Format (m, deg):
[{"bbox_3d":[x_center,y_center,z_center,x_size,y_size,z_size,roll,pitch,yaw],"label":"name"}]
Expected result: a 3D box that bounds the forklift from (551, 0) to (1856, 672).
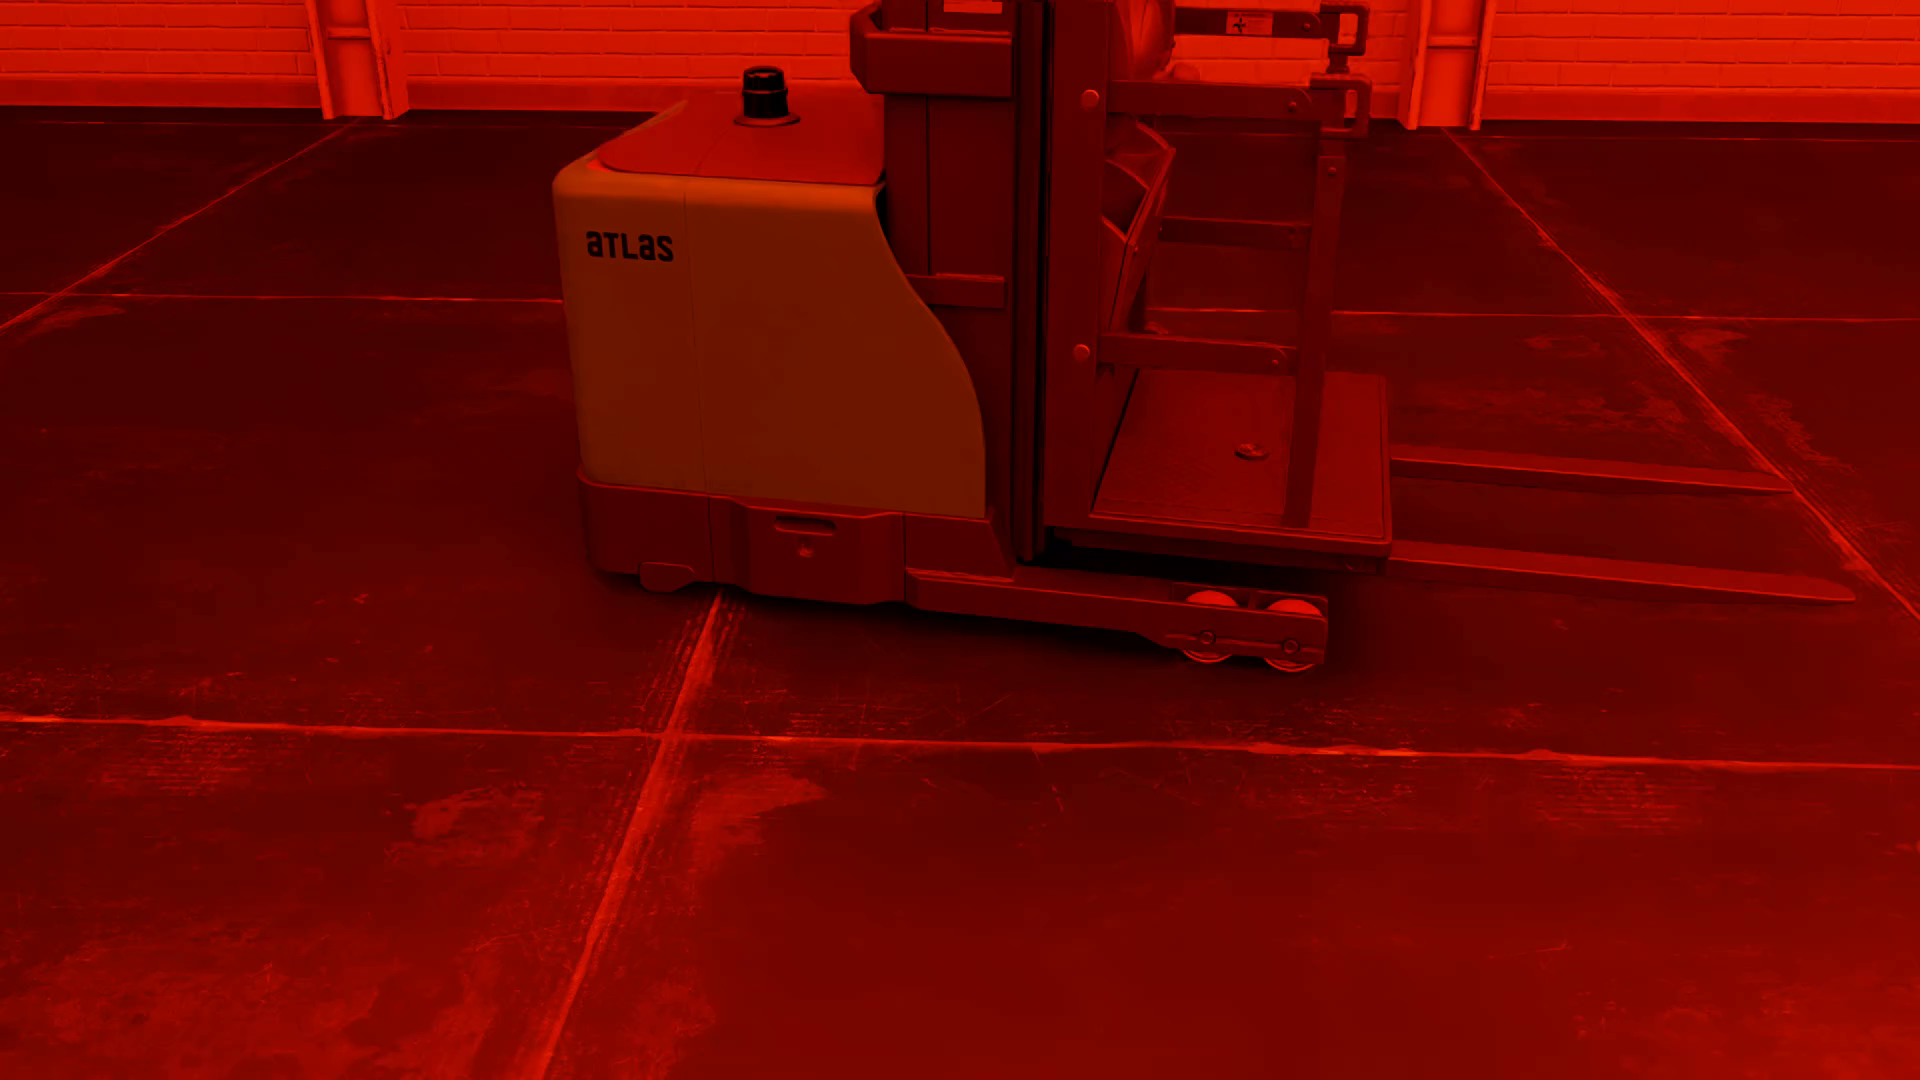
[{"bbox_3d":[0.608,-1.264,3.770,3.031,2.935,1.130,5,27,11],"label":"forklift"}]
